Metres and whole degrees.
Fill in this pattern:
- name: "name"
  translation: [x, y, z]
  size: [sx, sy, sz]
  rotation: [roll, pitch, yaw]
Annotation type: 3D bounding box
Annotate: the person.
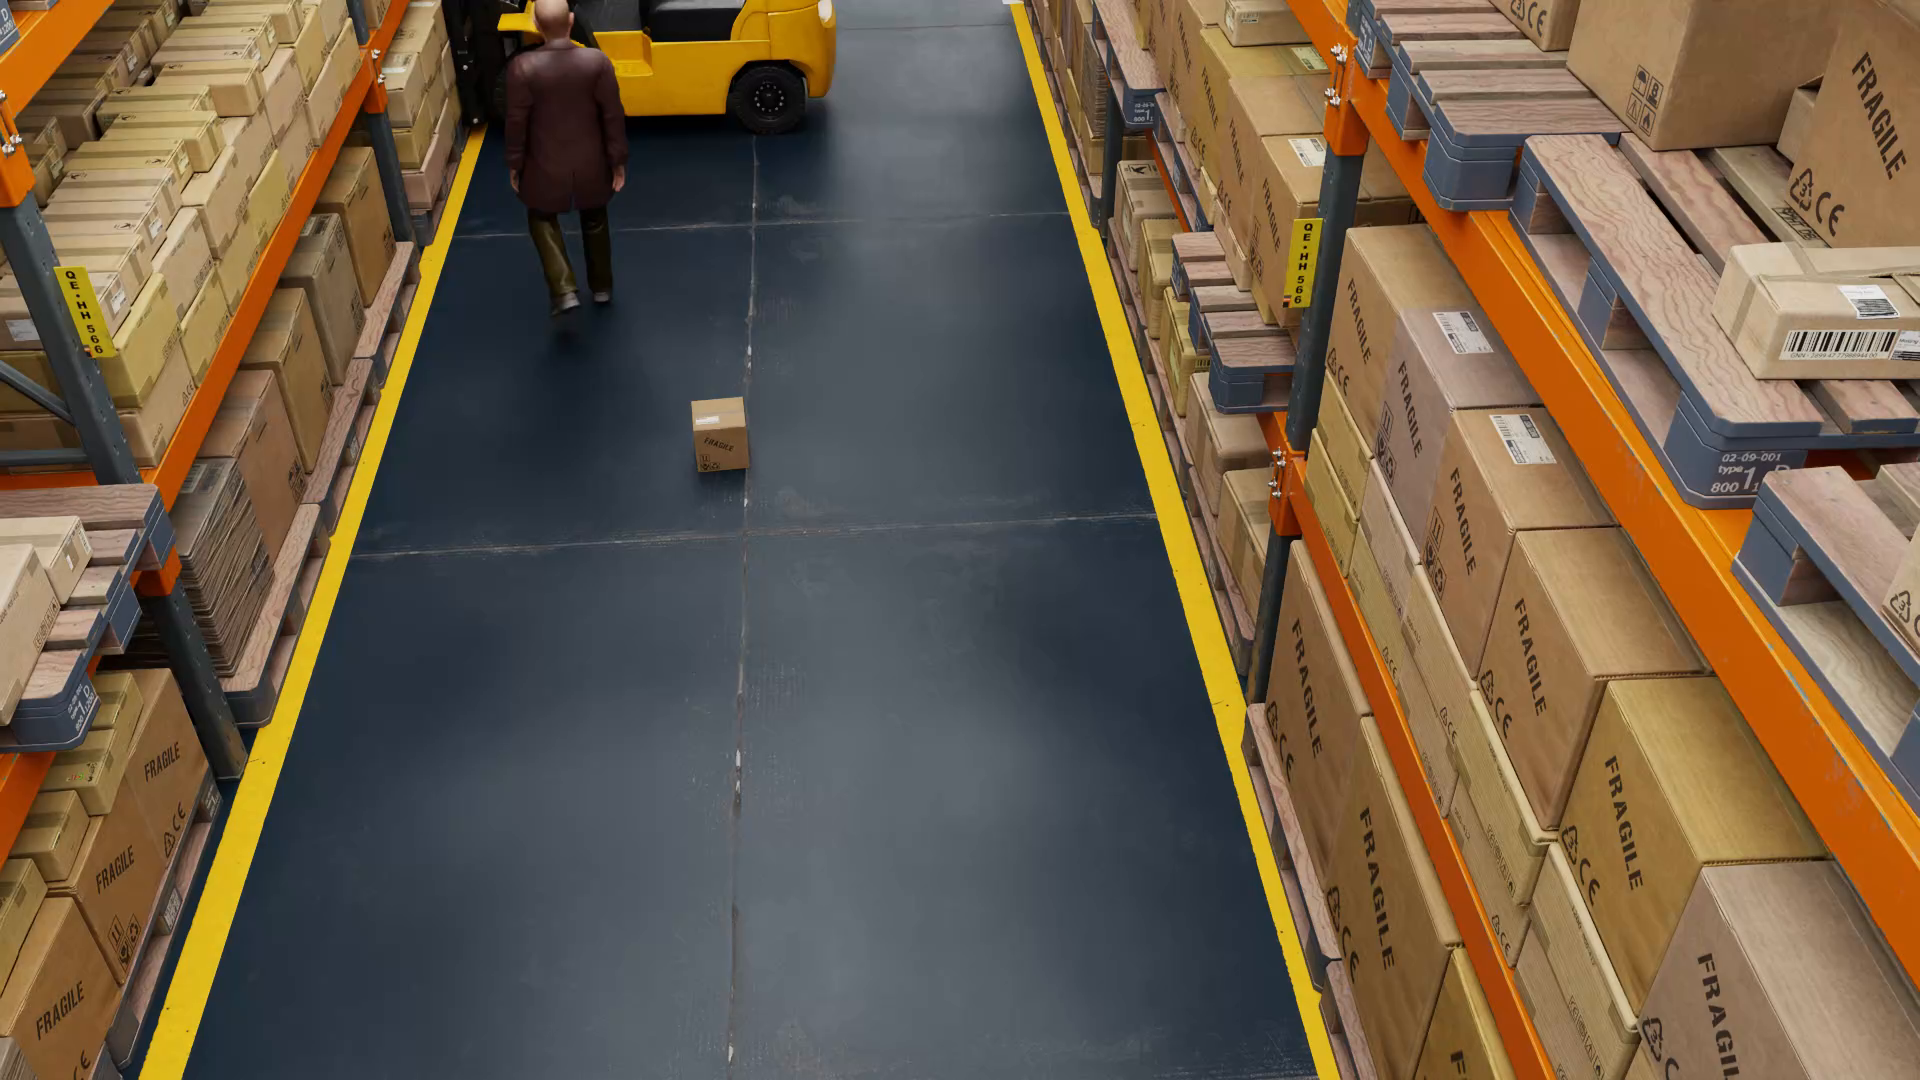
- name: "person"
  translation: [-2.038, -1.968, 8.600]
  size: [0.625, 1.765, 0.769]
  rotation: [-14, 41, -17]
